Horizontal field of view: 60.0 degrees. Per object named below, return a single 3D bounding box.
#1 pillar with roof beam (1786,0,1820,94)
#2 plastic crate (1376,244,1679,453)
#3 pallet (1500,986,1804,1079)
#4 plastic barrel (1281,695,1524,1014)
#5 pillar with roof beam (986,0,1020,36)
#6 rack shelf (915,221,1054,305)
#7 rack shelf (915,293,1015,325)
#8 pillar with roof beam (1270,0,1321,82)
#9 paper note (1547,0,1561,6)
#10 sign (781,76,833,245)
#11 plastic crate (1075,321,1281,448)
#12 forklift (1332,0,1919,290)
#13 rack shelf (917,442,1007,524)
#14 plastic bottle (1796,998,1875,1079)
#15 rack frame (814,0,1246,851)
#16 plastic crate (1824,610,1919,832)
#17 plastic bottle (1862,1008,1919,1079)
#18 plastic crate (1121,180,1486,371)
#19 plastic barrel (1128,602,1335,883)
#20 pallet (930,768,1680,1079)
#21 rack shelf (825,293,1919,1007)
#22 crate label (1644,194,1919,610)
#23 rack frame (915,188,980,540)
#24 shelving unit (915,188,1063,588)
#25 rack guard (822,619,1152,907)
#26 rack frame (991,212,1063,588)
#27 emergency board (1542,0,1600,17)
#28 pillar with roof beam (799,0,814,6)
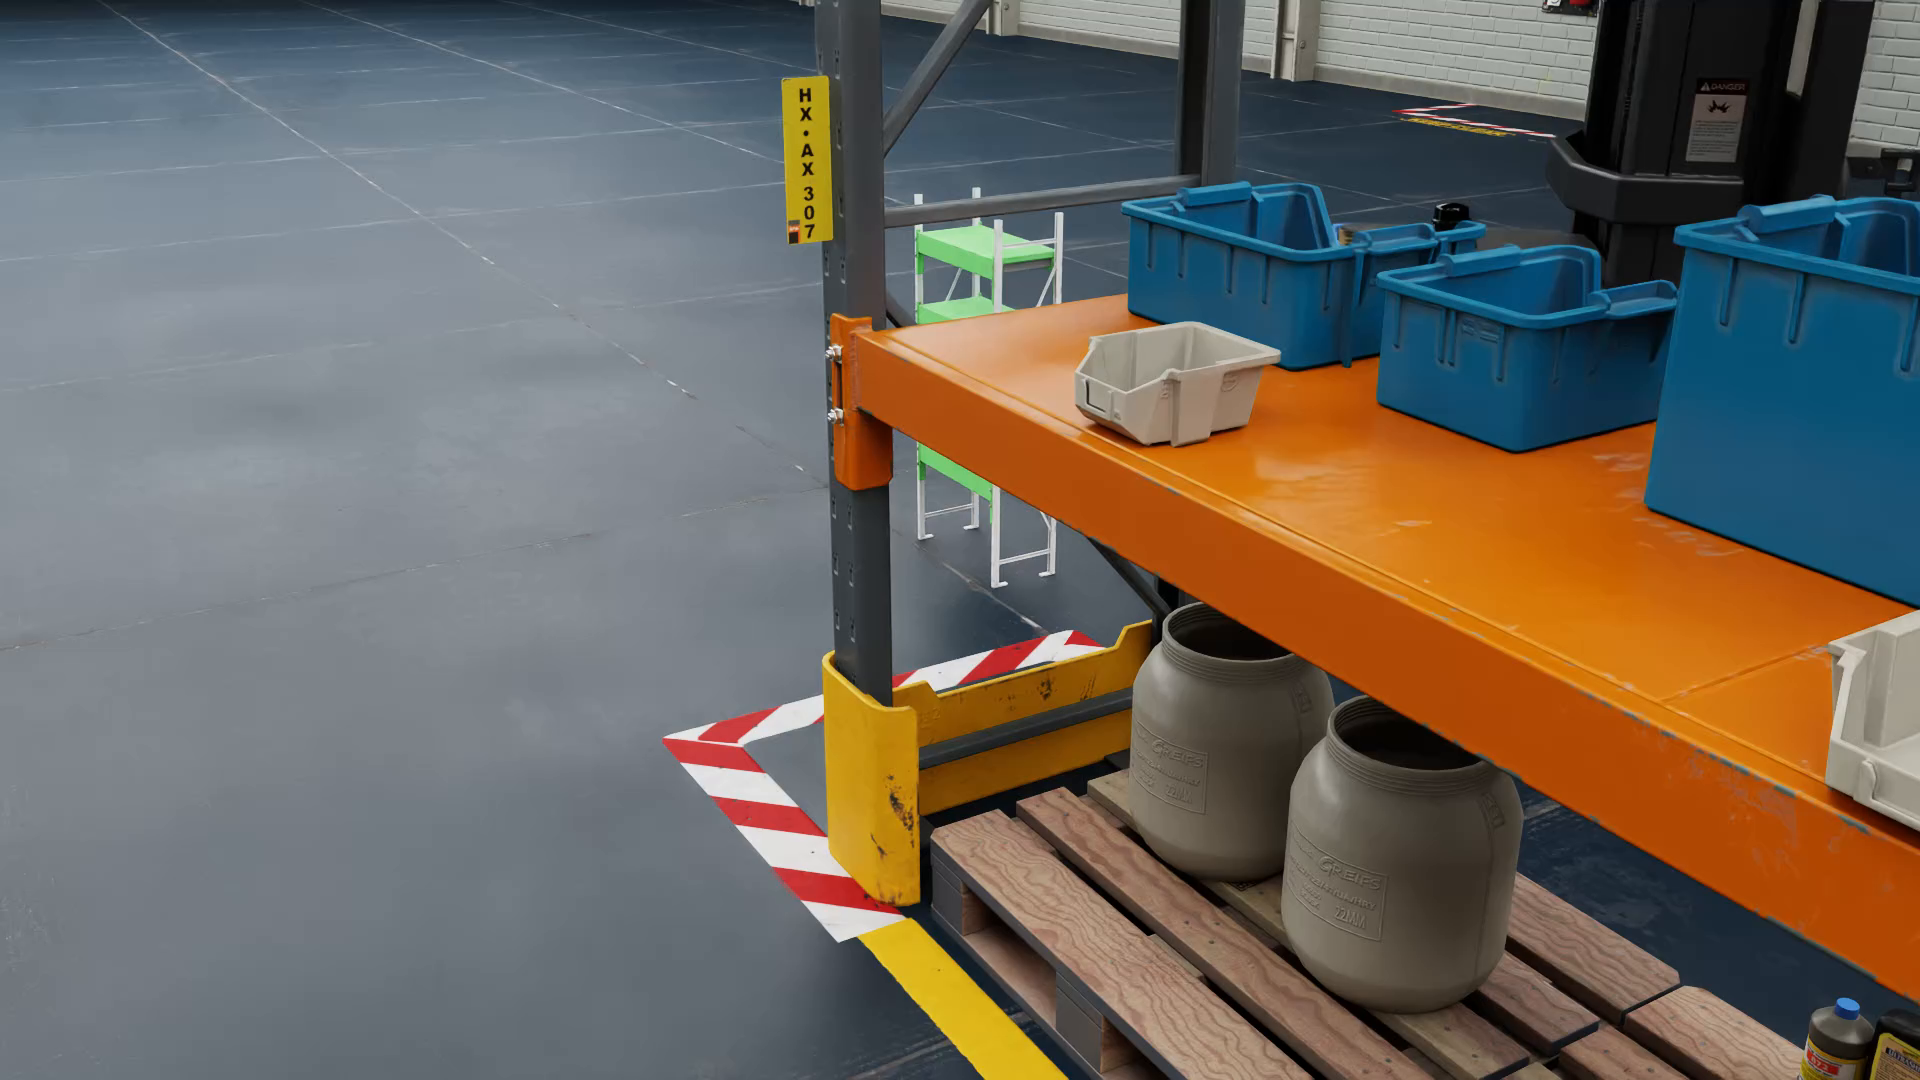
[{"bbox_3d":[3.024,-6.472,9.783,9.100,9.000,0.400,-13,25,-28],"label":"pillar with roof beam"},{"bbox_3d":[1.011,-0.348,2.882,0.499,0.251,0.408,-13,25,-28],"label":"plastic crate"},{"bbox_3d":[1.280,1.233,2.498,1.003,0.211,1.213,-13,25,-28],"label":"pallet"},{"bbox_3d":[0.829,0.586,3.133,0.421,0.512,0.421,0,22,0],"label":"plastic barrel"},{"bbox_3d":[-3.106,-10.356,19.340,9.100,9.000,0.400,-13,25,-28],"label":"pillar with roof beam"},{"bbox_3d":[0.085,-0.888,5.297,0.258,0.148,0.480,-13,25,-28],"label":"rack shelf"},{"bbox_3d":[0.085,-0.665,5.387,0.258,0.148,0.480,-13,25,-28],"label":"rack shelf"},{"bbox_3d":[-0.041,-8.414,14.561,9.100,9.000,0.400,-13,25,-28],"label":"pillar with roof beam"},{"bbox_3d":[5.464,-4.990,15.275,0.016,0.148,0.142,-13,25,-28],"label":"paper note"},{"bbox_3d":[-0.304,-0.757,3.322,0.100,0.325,0.005,-13,25,-28],"label":"sign"},{"bbox_3d":[0.352,-0.259,2.816,0.298,0.136,0.250,-13,25,-28],"label":"plastic crate"},{"bbox_3d":[2.592,-1.155,4.761,3.031,2.935,1.130,4,23,11],"label":"forklift"},{"bbox_3d":[0.085,-0.221,5.568,0.258,0.148,0.480,-13,25,-28],"label":"rack shelf"},{"bbox_3d":[1.486,0.870,2.820,0.097,0.201,0.097,0,22,0],"label":"plastic bottle"},{"bbox_3d":[0.171,-0.733,3.631,1.000,3.000,0.127,-13,25,-28],"label":"rack frame"},{"bbox_3d":[1.167,0.207,1.669,0.530,0.136,0.437,-13,25,-28],"label":"plastic crate"},{"bbox_3d":[1.562,0.866,2.720,0.061,0.283,0.133,-12,25,-27],"label":"plastic bottle"},{"bbox_3d":[0.684,-0.560,3.402,0.499,0.251,0.616,-13,25,-28],"label":"plastic crate"},{"bbox_3d":[0.573,0.423,3.533,0.421,0.512,0.421,0,22,0],"label":"plastic barrel"},{"bbox_3d":[0.661,0.838,3.468,1.003,0.211,1.213,-13,25,-28],"label":"pallet"},{"bbox_3d":[1.193,0.248,2.174,1.077,0.370,4.000,-13,25,-28],"label":"rack shelf"},{"bbox_3d":[1.344,-0.206,2.287,0.502,0.435,0.616,-13,25,-28],"label":"crate label"},{"bbox_3d":[-0.040,-0.581,5.648,0.240,1.200,0.015,-13,25,-28],"label":"rack frame"},{"bbox_3d":[0.085,-0.502,5.454,0.258,1.200,0.503,-13,25,-28],"label":"shelving unit"},{"bbox_3d":[0.251,0.441,4.064,1.175,0.500,0.348,-13,25,-28],"label":"rack guard"},{"bbox_3d":[0.209,-0.423,5.259,0.240,1.200,0.015,-13,25,-28],"label":"rack frame"},{"bbox_3d":[5.495,-5.328,14.936,0.194,1.169,0.643,-13,25,-28],"label":"emergency board"},{"bbox_3d":[-6.171,-12.299,24.118,9.100,9.000,0.400,-13,25,-28],"label":"pillar with roof beam"}]
